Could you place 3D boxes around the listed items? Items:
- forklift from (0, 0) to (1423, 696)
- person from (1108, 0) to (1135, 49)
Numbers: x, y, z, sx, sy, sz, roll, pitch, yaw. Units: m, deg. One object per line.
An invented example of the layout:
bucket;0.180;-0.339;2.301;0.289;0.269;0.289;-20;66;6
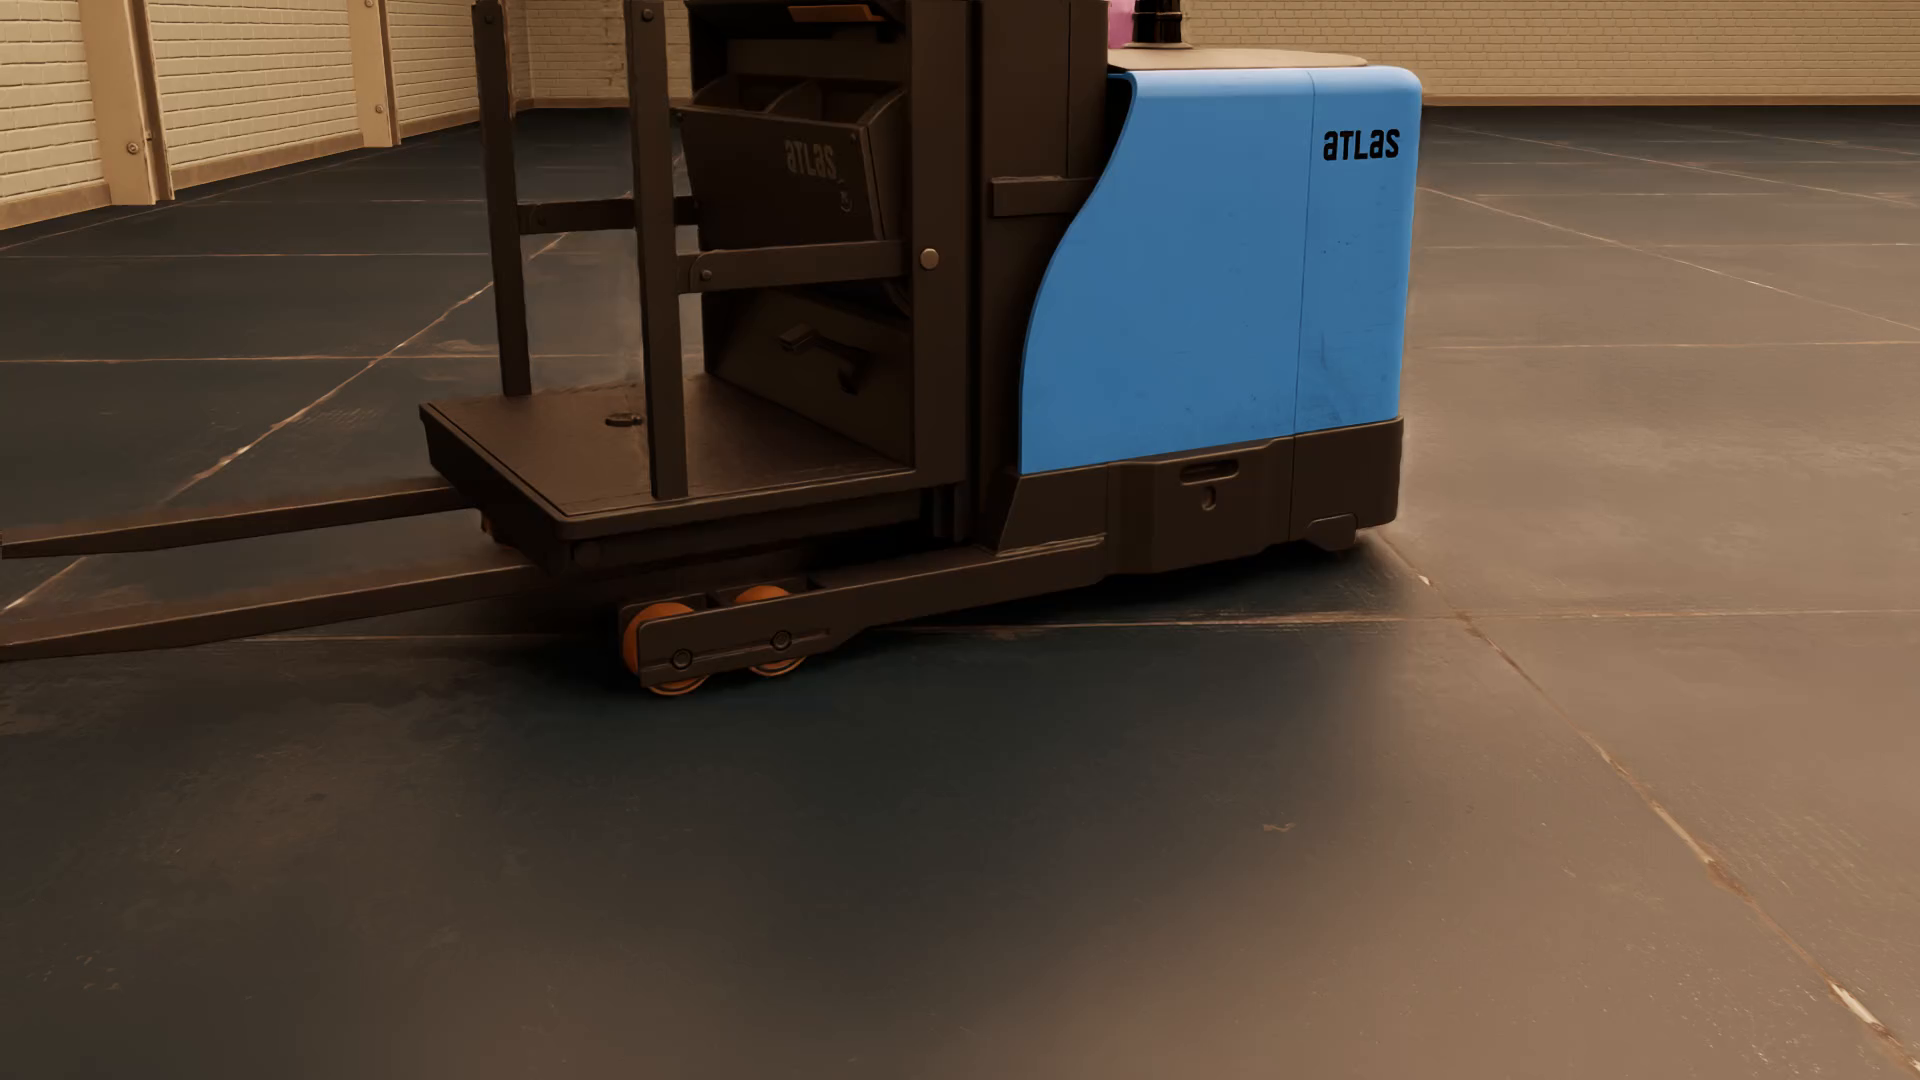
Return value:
forklift;-0.526;-1.297;3.146;3.031;2.935;1.130;-9;19;-28
person;0.526;-1.437;6.057;0.465;1.523;0.719;-4;17;-11
